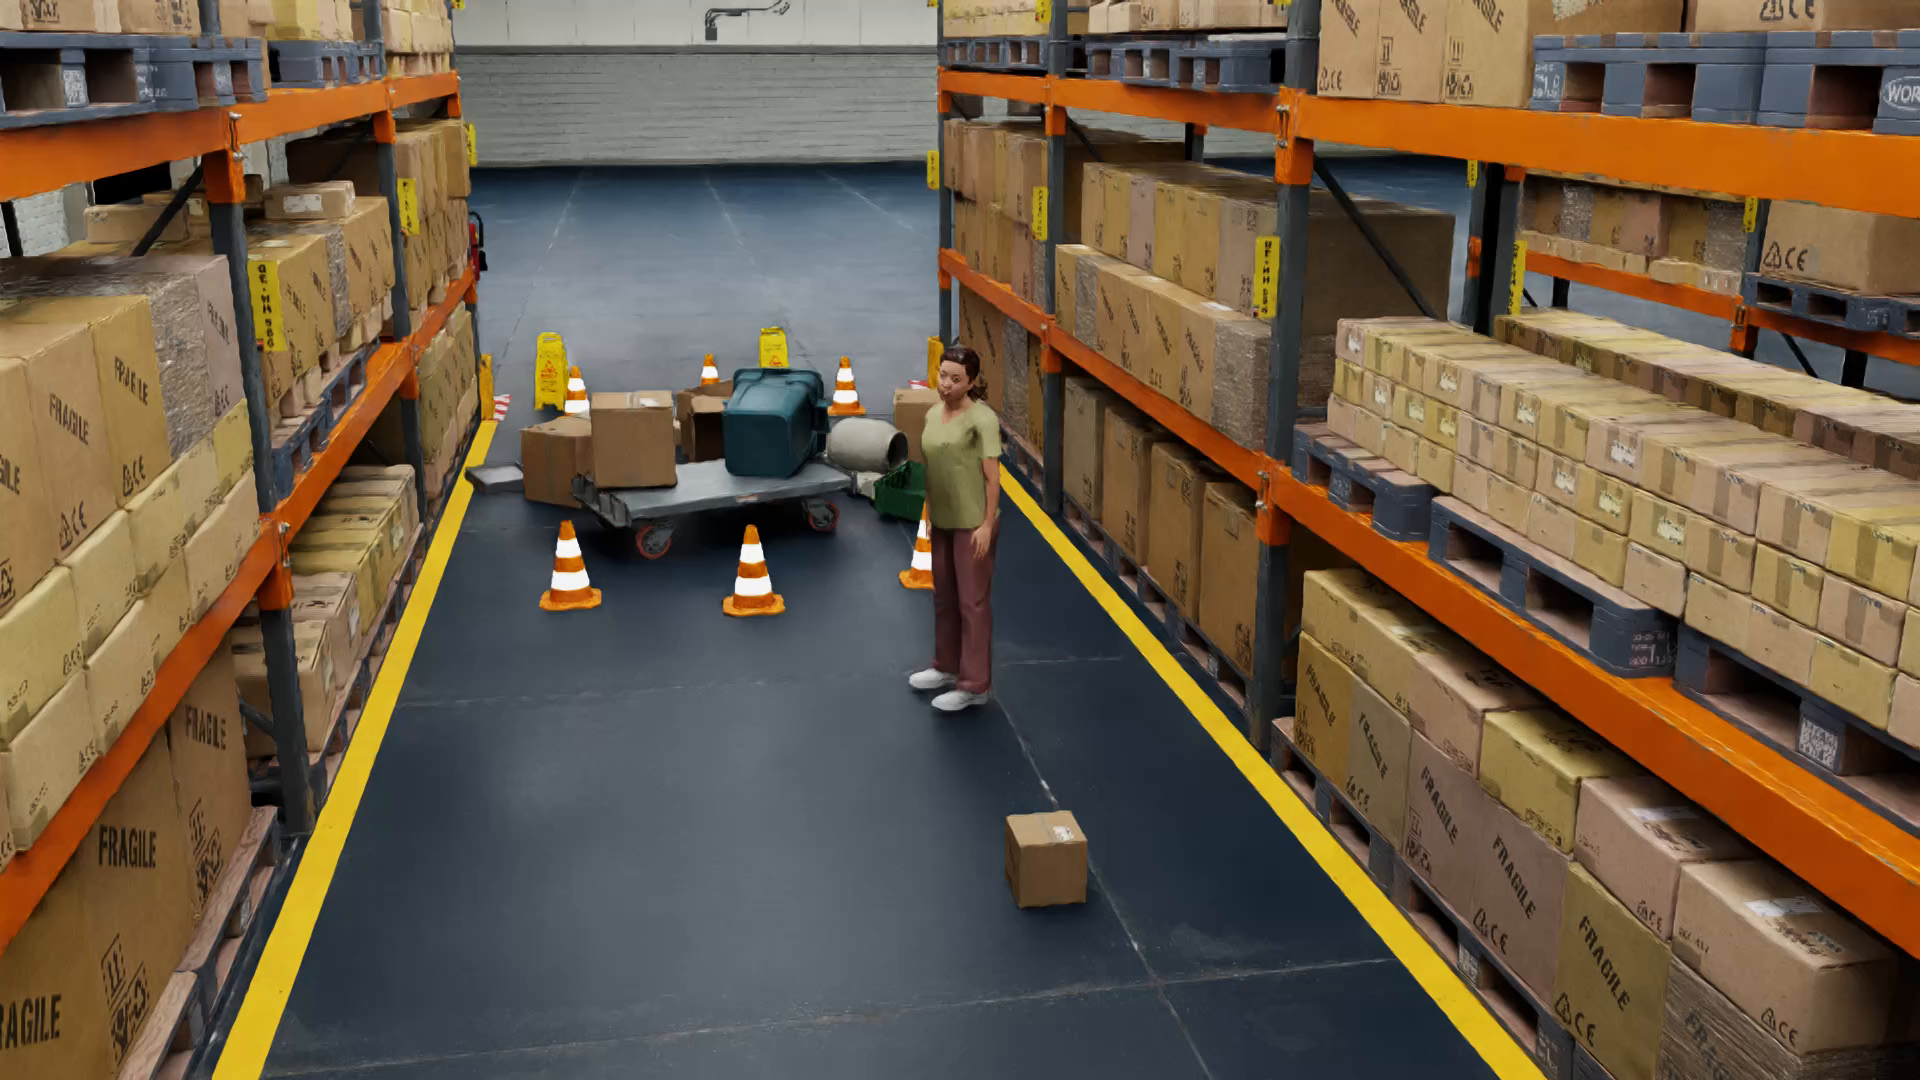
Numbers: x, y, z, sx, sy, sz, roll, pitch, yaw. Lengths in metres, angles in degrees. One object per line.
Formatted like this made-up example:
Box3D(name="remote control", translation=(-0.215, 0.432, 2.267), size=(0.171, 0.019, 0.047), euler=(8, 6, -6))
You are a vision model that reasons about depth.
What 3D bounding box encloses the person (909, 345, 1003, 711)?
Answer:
Box3D(name="person", translation=(-0.048, -0.054, 7.636), size=(0.433, 1.672, 0.517), euler=(-15, 22, -41))
